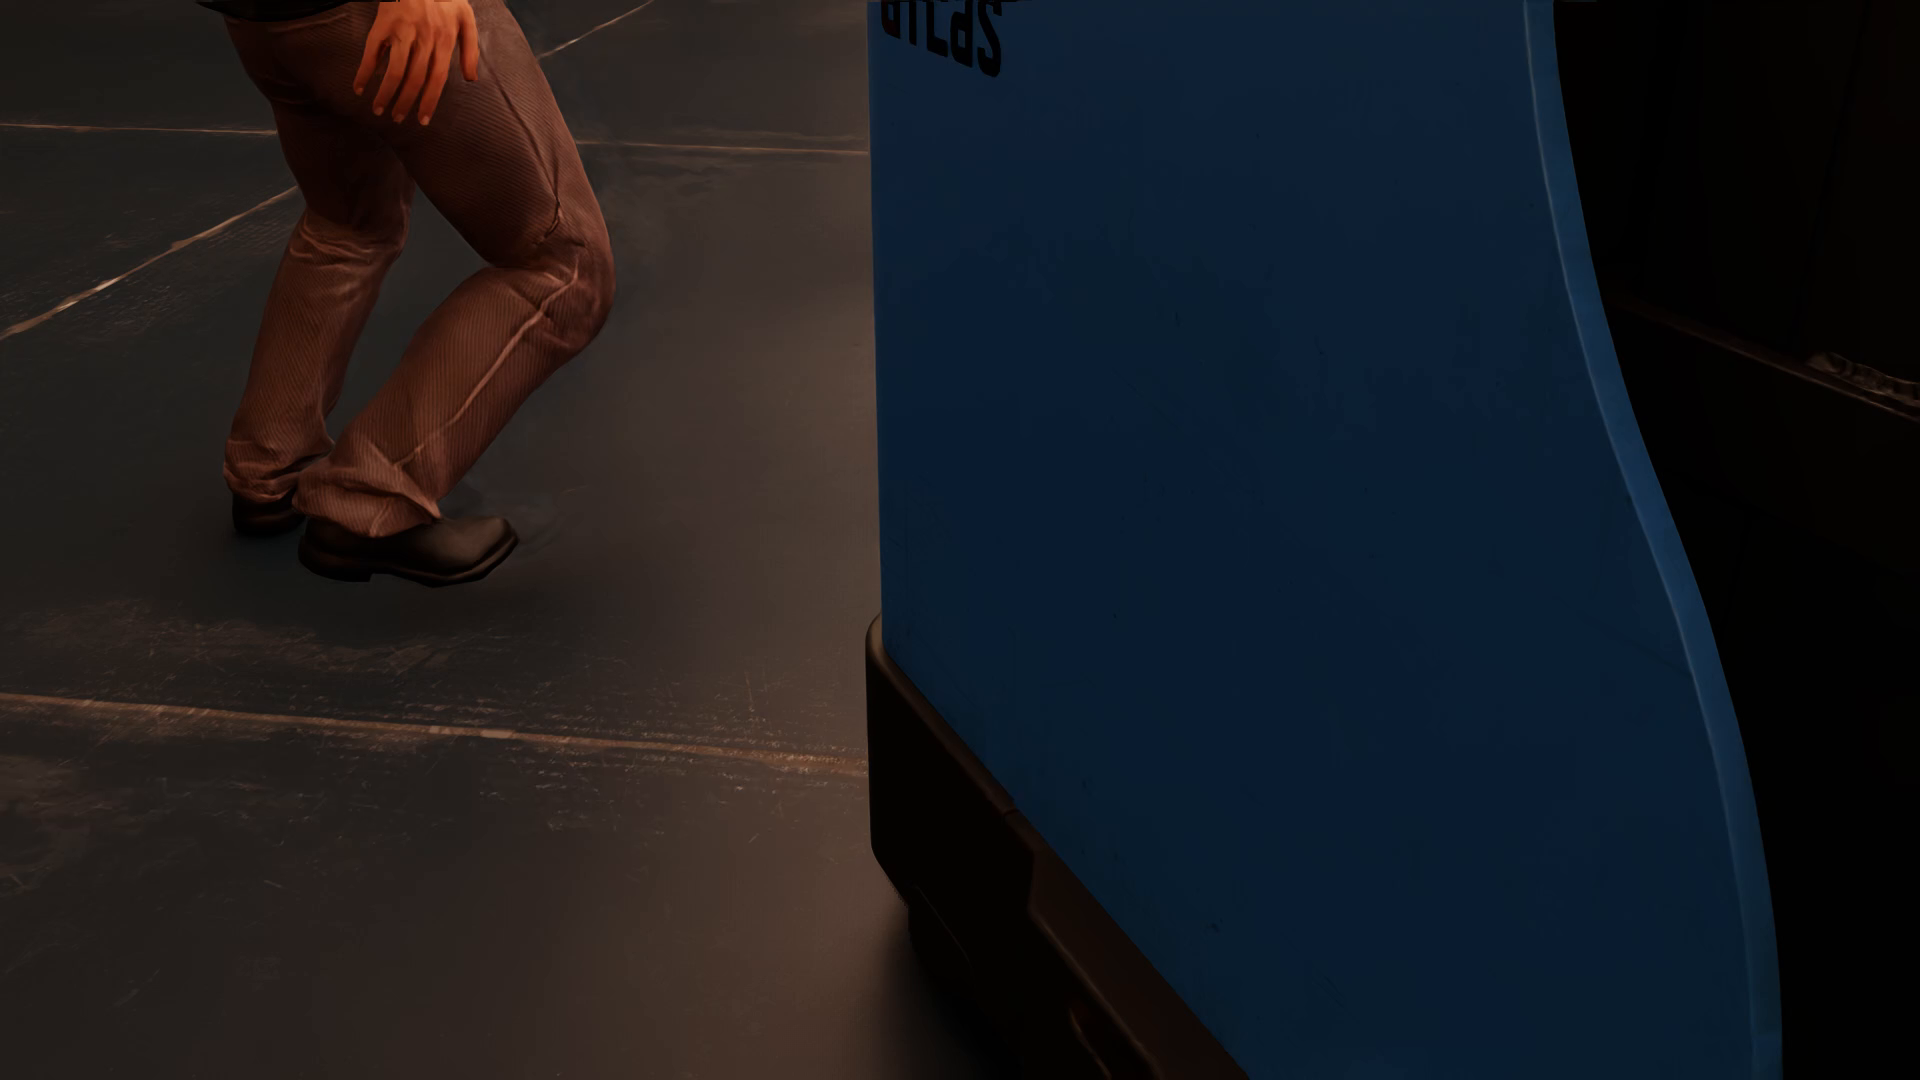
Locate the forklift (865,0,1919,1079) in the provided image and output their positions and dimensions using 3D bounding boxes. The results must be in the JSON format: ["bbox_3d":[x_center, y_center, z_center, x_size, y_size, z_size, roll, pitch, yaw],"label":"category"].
[{"bbox_3d":[0.997,-0.453,0.124,1.130,2.935,3.031,-12,29,-23],"label":"forklift"}]

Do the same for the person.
[{"bbox_3d":[-0.796,-0.719,2.125,0.488,1.637,0.882,-21,33,-36],"label":"person"}]
